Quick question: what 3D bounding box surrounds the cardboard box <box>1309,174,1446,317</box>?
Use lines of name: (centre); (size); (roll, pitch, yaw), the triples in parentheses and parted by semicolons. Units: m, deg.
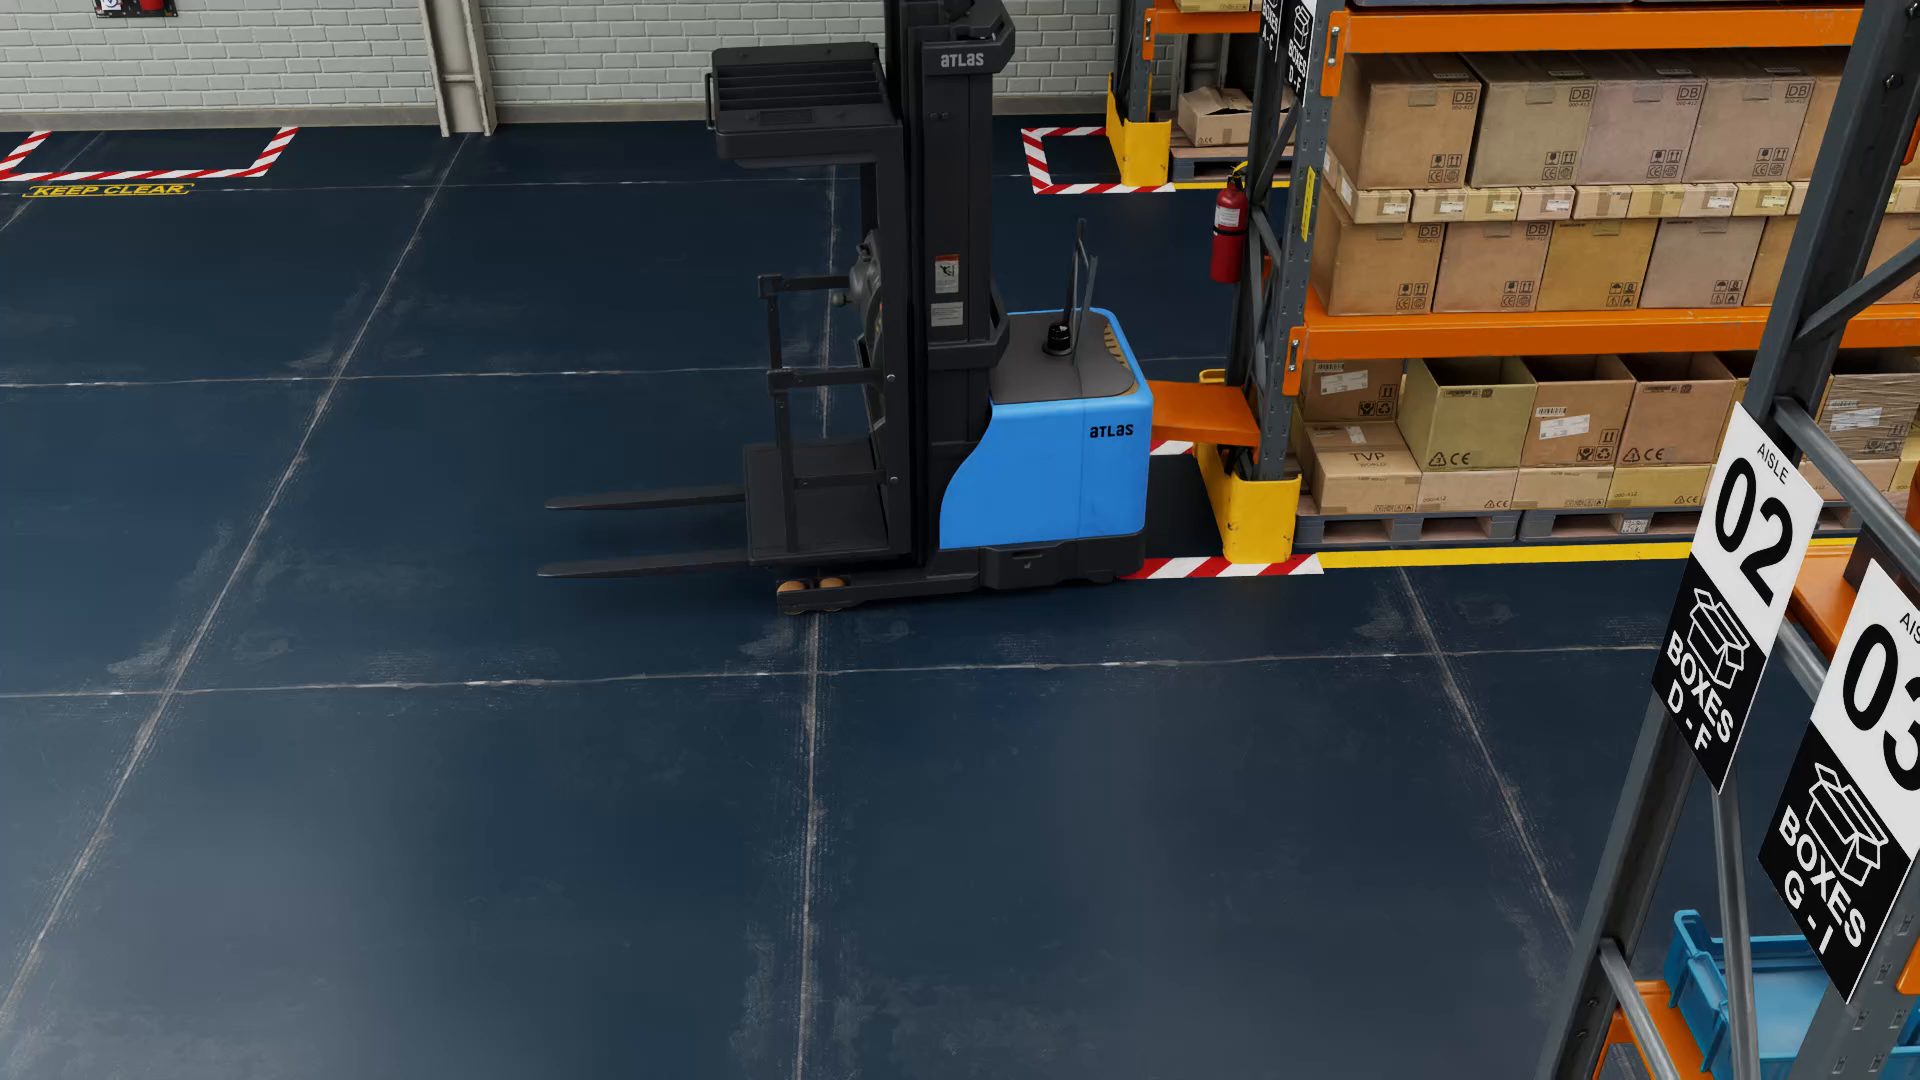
cardboard box: (2.017, -1.491, 8.217); (0.500, 0.500, 0.700); (-2, 35, -2)

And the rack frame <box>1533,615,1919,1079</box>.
rack frame: (1.781, 1.371, 4.169); (0.127, 3.000, 1.000); (-2, 35, -2)

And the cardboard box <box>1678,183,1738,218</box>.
cardboard box: (3.488, -1.681, 7.922); (0.250, 0.149, 0.380); (-1, 35, -2)

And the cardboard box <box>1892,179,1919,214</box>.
cardboard box: (4.513, -1.709, 7.962); (0.250, 0.149, 0.380); (-2, 35, -2)

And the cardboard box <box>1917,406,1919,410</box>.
cardboard box: (5.068, -0.754, 9.287); (0.500, 0.250, 0.500); (-2, 35, -2)

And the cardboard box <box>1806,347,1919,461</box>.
cardboard box: (4.593, -0.759, 8.635); (0.500, 0.500, 0.500); (-2, 35, -2)

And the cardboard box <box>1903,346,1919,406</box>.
cardboard box: (5.068, -1.068, 9.082); (0.500, 0.500, 0.500); (-2, 35, -2)

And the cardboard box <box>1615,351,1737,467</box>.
cardboard box: (3.595, -0.722, 8.581); (0.500, 0.500, 0.500); (-2, 35, -2)

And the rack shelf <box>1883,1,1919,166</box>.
rack shelf: (3.779, -0.689, 2.858); (4.000, 0.370, 1.077); (-2, 35, -2)

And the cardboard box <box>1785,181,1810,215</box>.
cardboard box: (4.016, -1.698, 7.945); (0.250, 0.149, 0.380); (-1, 35, -1)

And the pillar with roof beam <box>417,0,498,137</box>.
pillar with roof beam: (-3.819, -4.629, 7.567); (0.400, 9.000, 9.100); (-2, 35, -2)

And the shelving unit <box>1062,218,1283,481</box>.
shelving unit: (1.040, -0.785, 8.437); (1.083, 1.500, 0.587); (4, 32, -7)

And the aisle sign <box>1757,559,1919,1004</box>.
aisle sign: (1.723, 0.471, 3.186); (0.004, 0.787, 0.394); (-2, 35, -2)

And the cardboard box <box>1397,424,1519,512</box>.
cardboard box: (2.596, -0.390, 8.761); (0.500, 0.250, 0.500); (-2, 35, -2)

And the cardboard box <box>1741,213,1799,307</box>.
cardboard box: (4.075, -1.549, 8.300); (0.500, 0.500, 0.700); (-1, 35, -2)

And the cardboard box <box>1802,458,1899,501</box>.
cardboard box: (4.593, -0.450, 8.847); (0.500, 0.250, 0.500); (-2, 35, -2)

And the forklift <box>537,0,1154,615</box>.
forklift: (-0.618, -1.156, 7.881); (3.031, 2.935, 1.130); (-5, 35, -7)

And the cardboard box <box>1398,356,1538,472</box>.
cardboard box: (2.596, -0.697, 8.546); (0.500, 0.500, 0.500); (-2, 35, -2)

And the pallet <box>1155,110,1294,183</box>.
pallet: (2.201, -3.117, 13.105); (1.213, 0.211, 1.003); (-2, 35, -2)

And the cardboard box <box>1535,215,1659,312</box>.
cardboard box: (3.038, -1.518, 8.256); (0.500, 0.500, 0.700); (-1, 35, -2)

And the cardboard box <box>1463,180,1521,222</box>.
cardboard box: (2.465, -1.655, 7.884); (0.250, 0.149, 0.380); (-1, 35, -2)

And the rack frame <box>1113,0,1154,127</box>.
rack frame: (1.312, -4.260, 12.306); (0.127, 3.000, 1.000); (-2, 35, -2)

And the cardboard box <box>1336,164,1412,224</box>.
cardboard box: (1.952, -1.640, 7.863); (0.250, 0.149, 0.380); (-2, 35, -3)

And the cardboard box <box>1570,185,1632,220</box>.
cardboard box: (2.983, -1.669, 7.904); (0.250, 0.149, 0.380); (-3, 35, -4)

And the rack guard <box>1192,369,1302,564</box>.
rack guard: (1.526, -0.416, 8.948); (0.348, 0.500, 1.175); (-2, 35, -2)

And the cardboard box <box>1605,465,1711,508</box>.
cardboard box: (3.595, -0.414, 8.796); (0.500, 0.250, 0.500); (-2, 35, -2)

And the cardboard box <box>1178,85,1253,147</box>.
cardboard box: (2.007, -3.303, 12.899); (0.500, 0.311, 0.500); (-5, 35, -8)

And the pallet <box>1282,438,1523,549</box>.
pallet: (2.312, -0.342, 9.095); (1.213, 0.211, 1.003); (-2, 35, -2)

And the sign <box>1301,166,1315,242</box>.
sign: (1.570, -1.517, 7.512); (0.005, 0.325, 0.100); (-2, 35, -2)

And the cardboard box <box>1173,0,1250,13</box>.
cardboard box: (1.814, -4.039, 12.101); (0.500, 0.250, 0.500); (-3, 35, -4)

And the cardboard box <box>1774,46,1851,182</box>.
cardboard box: (4.098, -2.084, 7.933); (0.500, 0.500, 0.700); (-2, 35, -2)

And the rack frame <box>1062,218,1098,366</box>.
rack frame: (0.528, -0.819, 8.378); (0.032, 1.500, 0.500); (4, 32, -7)

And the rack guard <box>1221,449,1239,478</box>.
rack guard: (1.461, -0.227, 8.825); (0.087, 0.250, 0.587); (4, 32, -7)

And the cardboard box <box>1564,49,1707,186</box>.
cardboard box: (3.098, -2.057, 7.895); (0.500, 0.500, 0.700); (-1, 35, -2)

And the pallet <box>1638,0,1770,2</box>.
pallet: (3.479, -2.680, 7.465); (1.213, 0.211, 1.003); (-2, 35, -2)

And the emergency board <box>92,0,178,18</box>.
emergency board: (-6.493, -4.564, 12.745); (0.643, 1.169, 0.194); (-2, 35, -2)

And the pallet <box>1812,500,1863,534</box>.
pallet: (4.749, -0.408, 9.190); (1.213, 0.211, 1.003); (-2, 35, -2)

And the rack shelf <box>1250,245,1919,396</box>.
rack shelf: (3.548, -1.202, 8.520); (4.000, 0.370, 1.077); (-2, 35, -2)

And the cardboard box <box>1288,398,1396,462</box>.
cardboard box: (2.072, -0.669, 9.164); (0.500, 0.250, 0.500); (-2, 35, -2)

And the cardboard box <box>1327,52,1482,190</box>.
cardboard box: (2.070, -2.026, 7.850); (0.500, 0.500, 0.700); (-1, 35, -2)

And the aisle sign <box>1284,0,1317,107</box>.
aisle sign: (1.499, -2.338, 7.244); (0.004, 0.787, 0.394); (-2, 35, -2)

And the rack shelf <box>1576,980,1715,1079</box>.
rack shelf: (3.779, 1.613, 4.451); (4.000, 0.370, 1.077); (-2, 35, -2)
